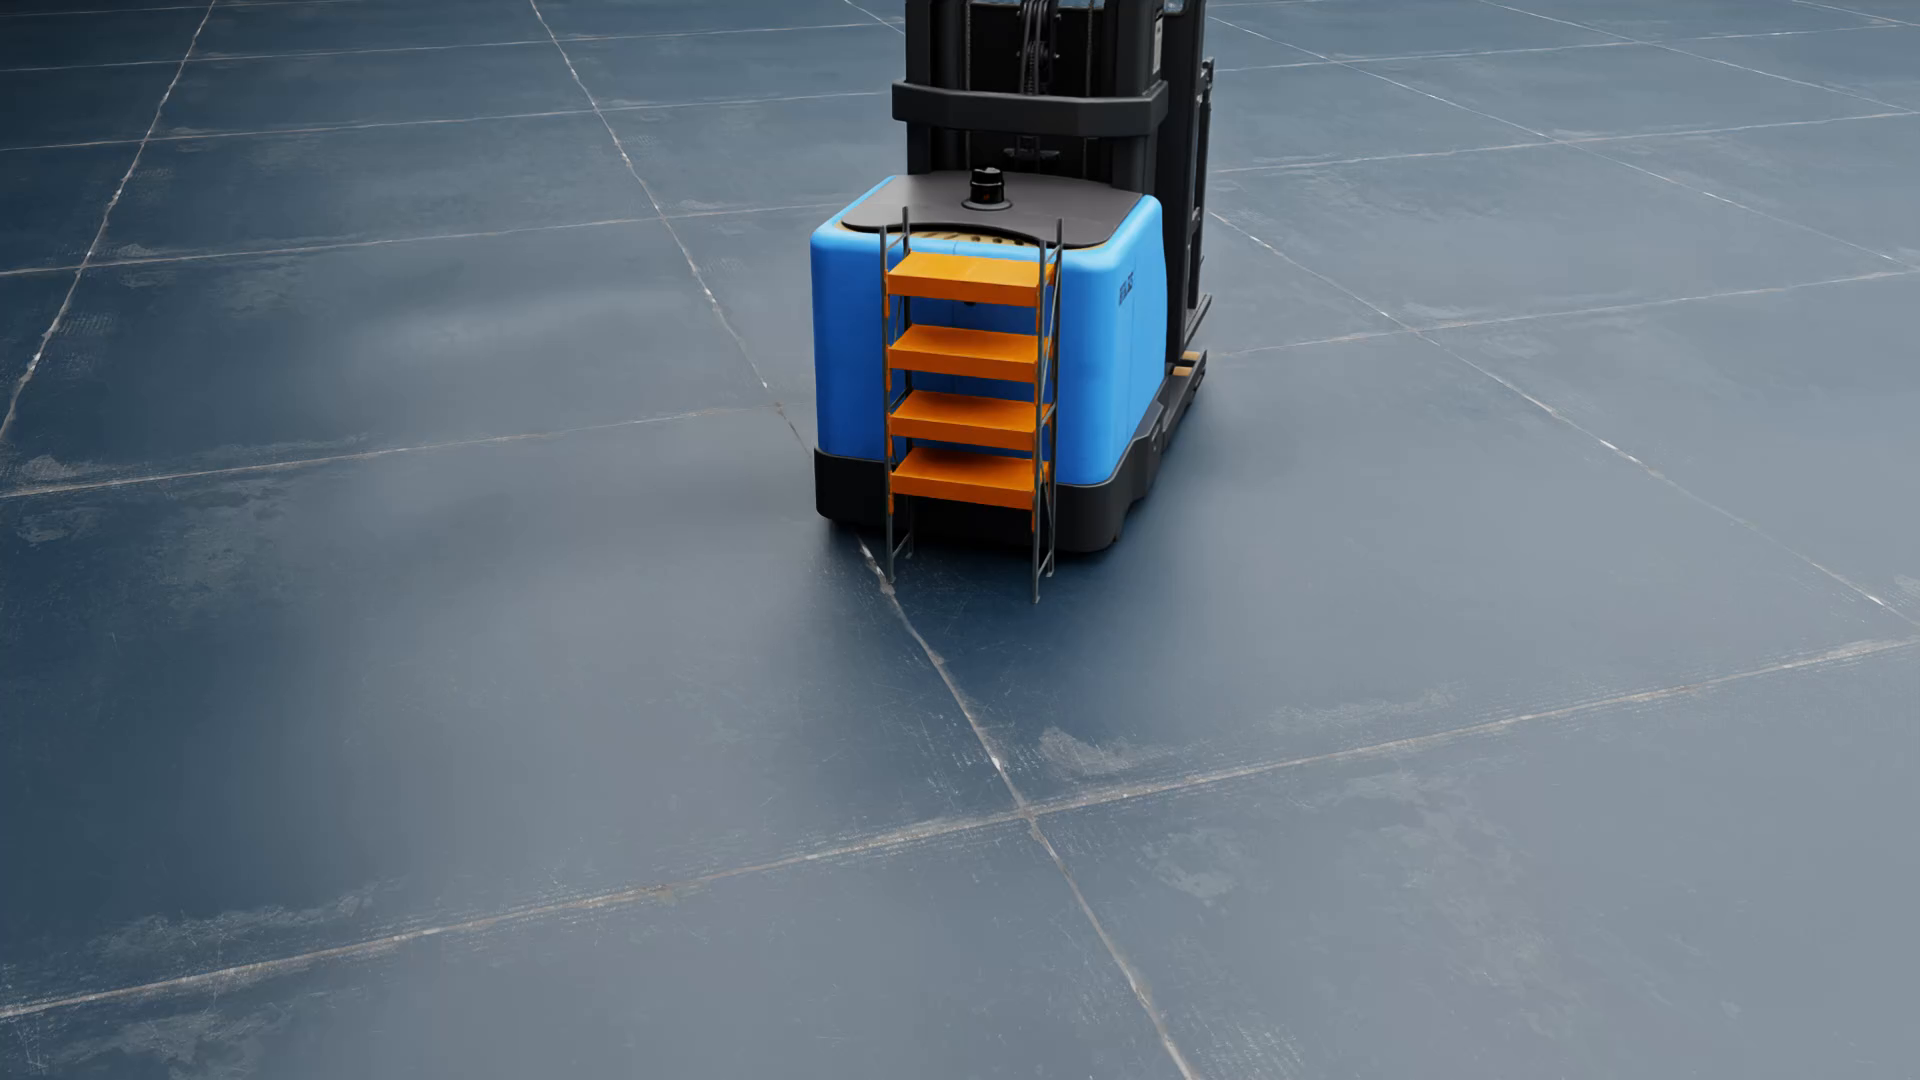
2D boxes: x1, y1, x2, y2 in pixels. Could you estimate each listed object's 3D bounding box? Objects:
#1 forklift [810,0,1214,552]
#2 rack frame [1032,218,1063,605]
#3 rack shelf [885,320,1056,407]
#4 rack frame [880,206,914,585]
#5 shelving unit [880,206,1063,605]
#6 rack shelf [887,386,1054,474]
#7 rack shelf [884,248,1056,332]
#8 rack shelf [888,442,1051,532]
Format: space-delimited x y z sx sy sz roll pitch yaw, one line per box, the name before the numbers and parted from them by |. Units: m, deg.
forklift | 0.413 -1.906 6.294 1.130 2.935 3.031 8 27 15
rack frame | 0.271 -0.380 5.167 0.015 1.200 0.240 7 27 15
rack shelf | 0.037 -0.551 5.159 0.480 0.148 0.258 7 27 15
rack frame | -0.198 -0.441 5.290 0.015 1.200 0.240 7 27 15
shelving unit | 0.037 -0.411 5.228 0.503 1.200 0.258 7 27 15
rack shelf | 0.037 -0.351 5.258 0.480 0.148 0.258 7 27 15
rack shelf | 0.037 -0.763 5.054 0.480 0.148 0.258 7 27 15
rack shelf | 0.037 -0.173 5.347 0.480 0.148 0.258 7 27 15
